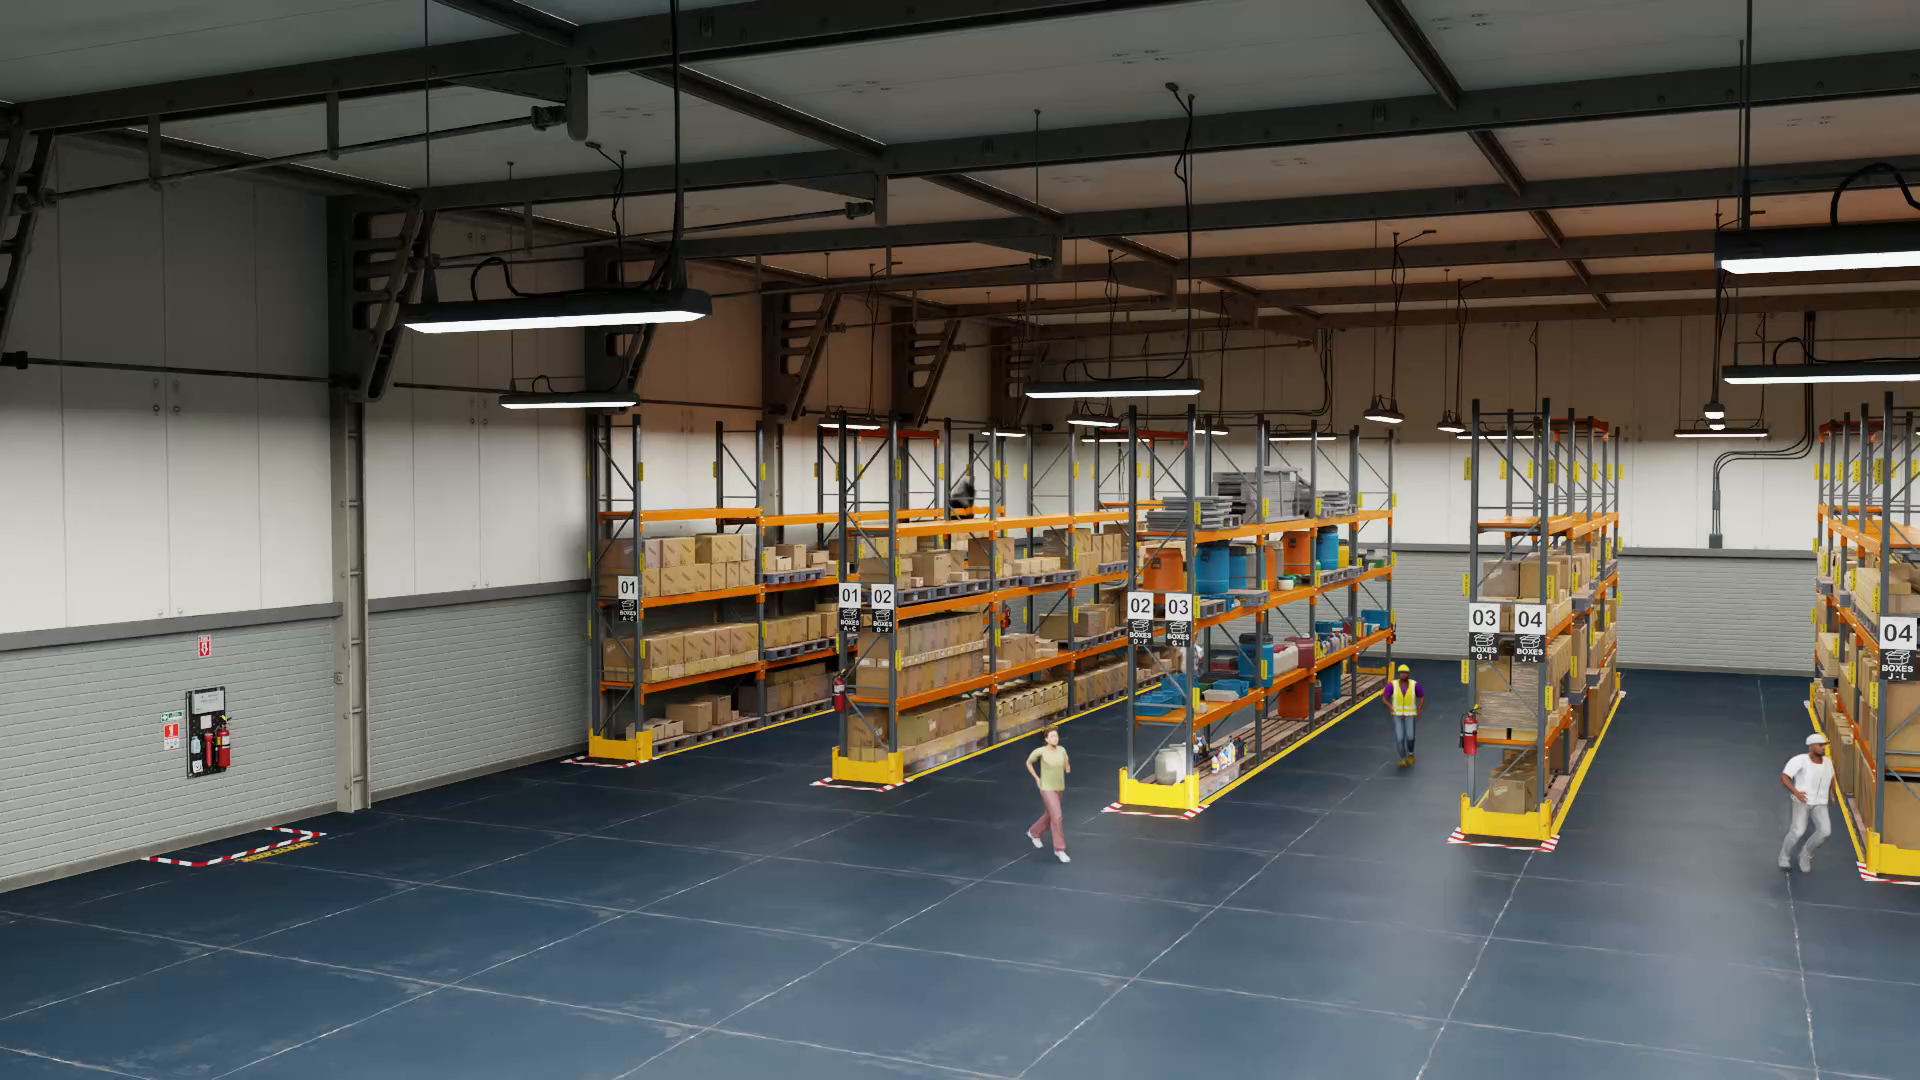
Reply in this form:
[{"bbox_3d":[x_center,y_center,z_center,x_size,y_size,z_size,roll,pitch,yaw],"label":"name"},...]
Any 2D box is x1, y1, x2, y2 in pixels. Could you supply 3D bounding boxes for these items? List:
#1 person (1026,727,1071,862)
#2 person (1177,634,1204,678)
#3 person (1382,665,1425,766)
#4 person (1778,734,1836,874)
[{"bbox_3d":[1.194,3.271,21.659,0.559,1.691,0.896,-2,3,-34],"label":"person"},{"bbox_3d":[4.814,2.740,34.796,0.585,1.656,0.738,1,2,16],"label":"person"},{"bbox_3d":[7.490,2.971,28.116,0.700,1.724,0.571,1,2,16],"label":"person"},{"bbox_3d":[10.645,3.286,20.771,0.766,1.732,0.621,0,2,-1],"label":"person"}]
